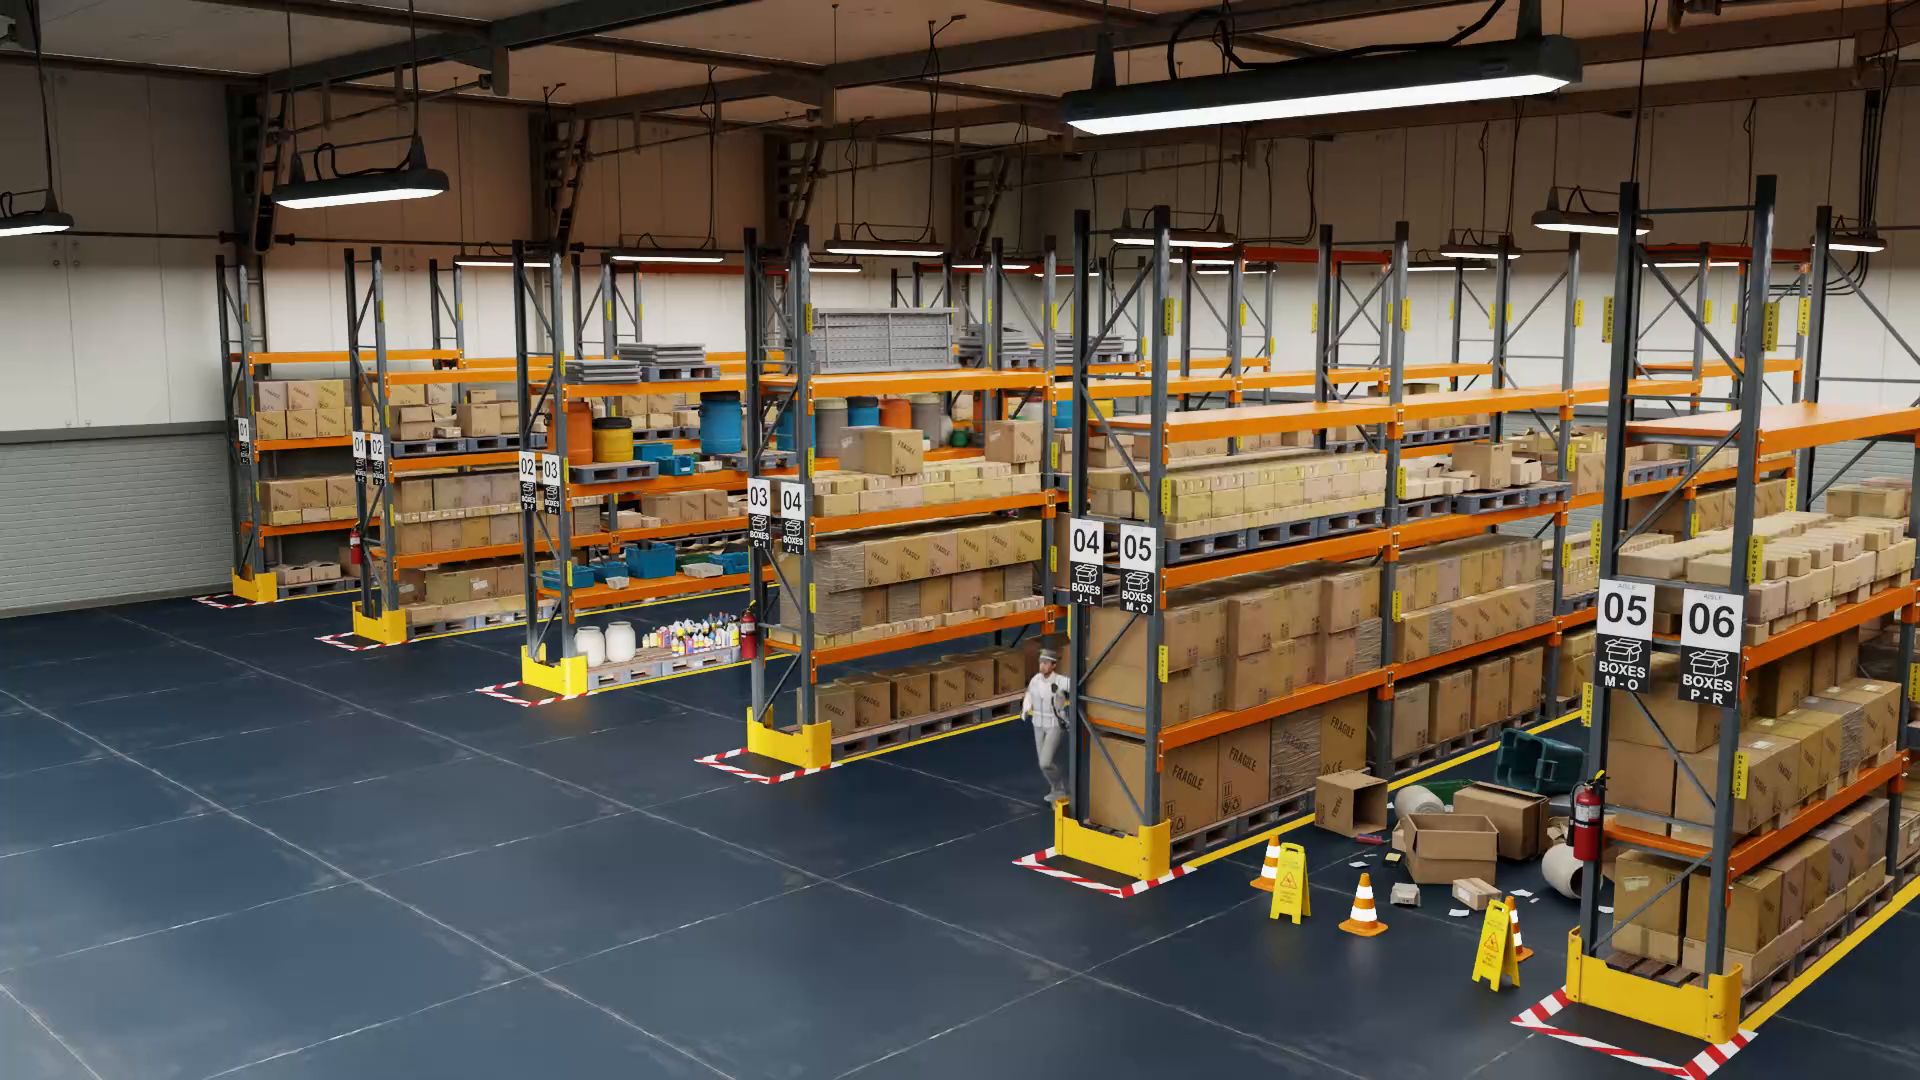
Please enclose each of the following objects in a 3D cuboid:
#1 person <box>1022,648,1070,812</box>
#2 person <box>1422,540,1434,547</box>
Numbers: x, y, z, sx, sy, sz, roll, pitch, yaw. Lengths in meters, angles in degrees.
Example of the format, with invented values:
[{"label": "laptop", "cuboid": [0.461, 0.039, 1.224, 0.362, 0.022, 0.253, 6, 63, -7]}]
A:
[{"label": "person", "cuboid": [0.909, 1.945, 17.011, 0.643, 1.708, 0.660, 7, 11, 39]}, {"label": "person", "cuboid": [7.131, 0.777, 25.434, 0.544, 1.572, 0.853, 6, 10, 38]}]
